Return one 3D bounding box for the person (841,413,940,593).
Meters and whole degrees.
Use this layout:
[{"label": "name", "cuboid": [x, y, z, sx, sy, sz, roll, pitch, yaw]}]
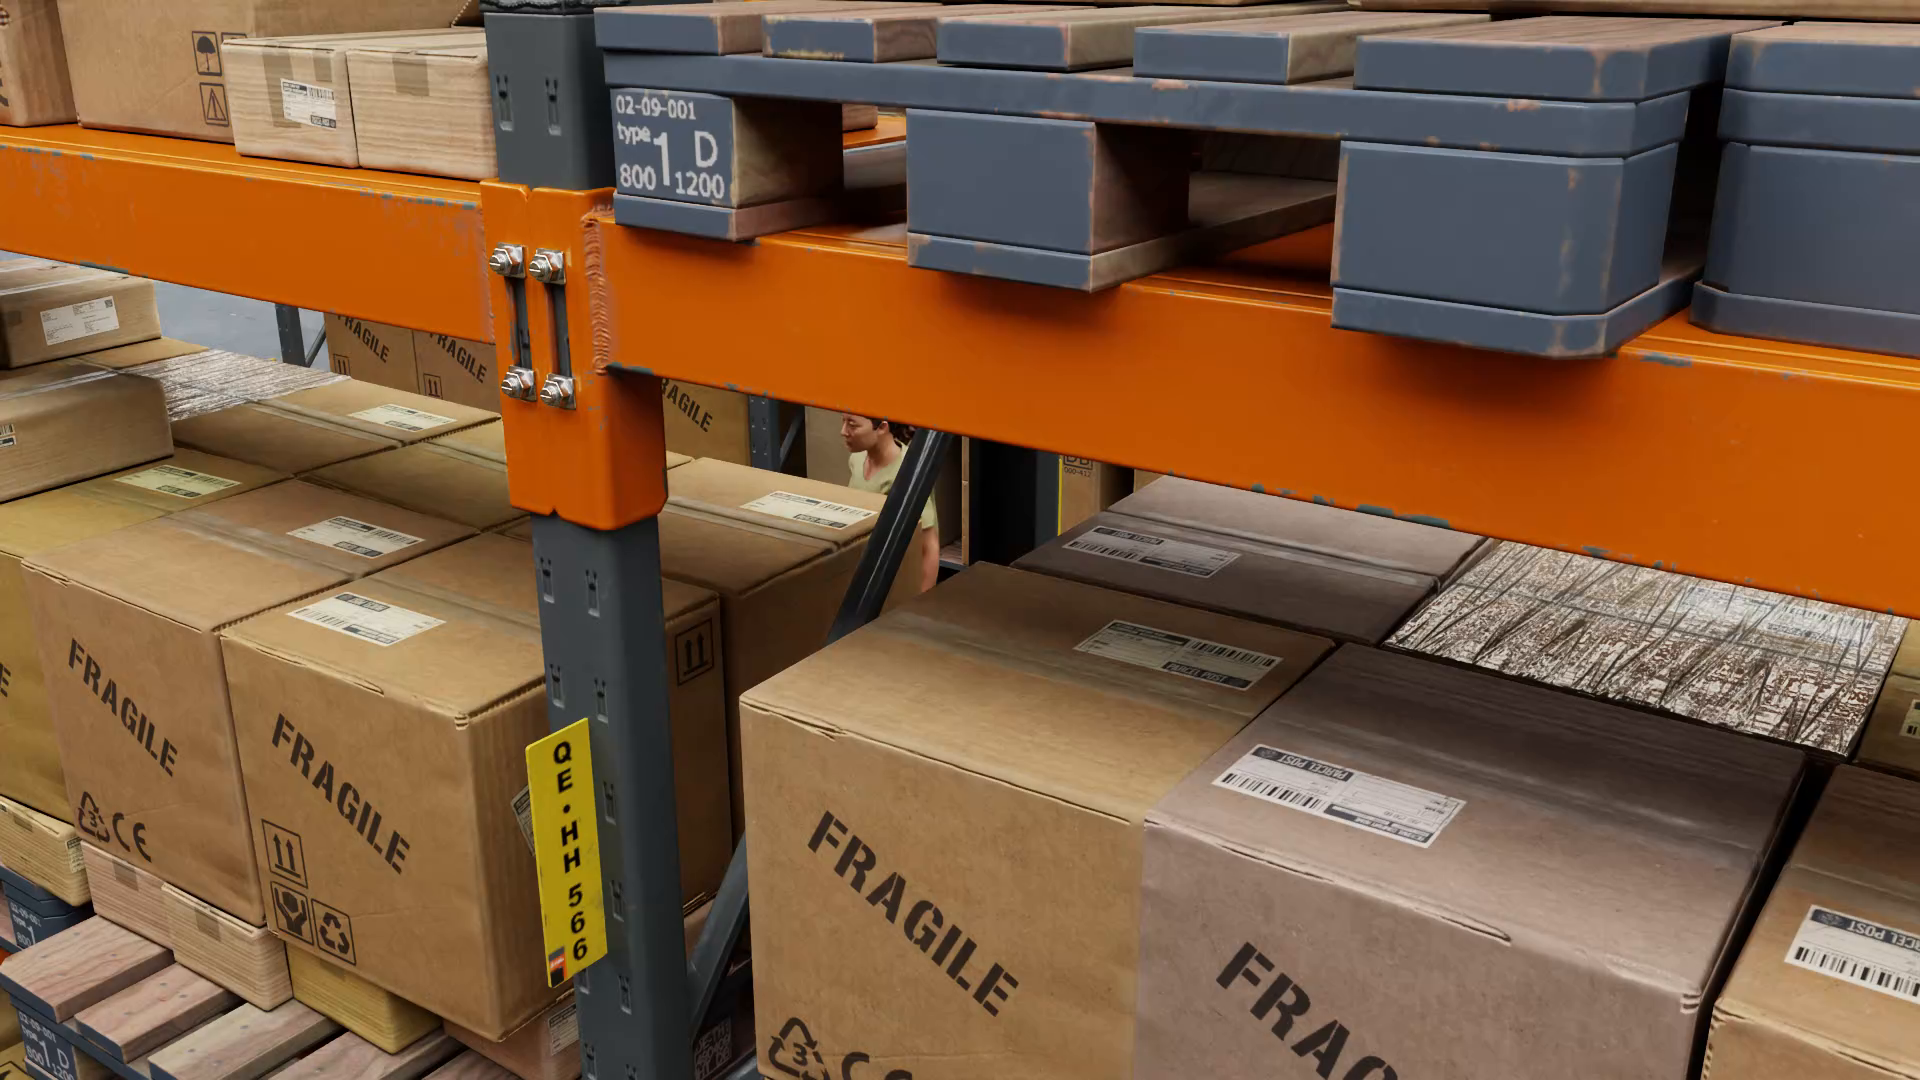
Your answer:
[{"label": "person", "cuboid": [-0.298, 0.223, 5.961, 0.416, 1.671, 0.520, -11, 23, -28]}]
